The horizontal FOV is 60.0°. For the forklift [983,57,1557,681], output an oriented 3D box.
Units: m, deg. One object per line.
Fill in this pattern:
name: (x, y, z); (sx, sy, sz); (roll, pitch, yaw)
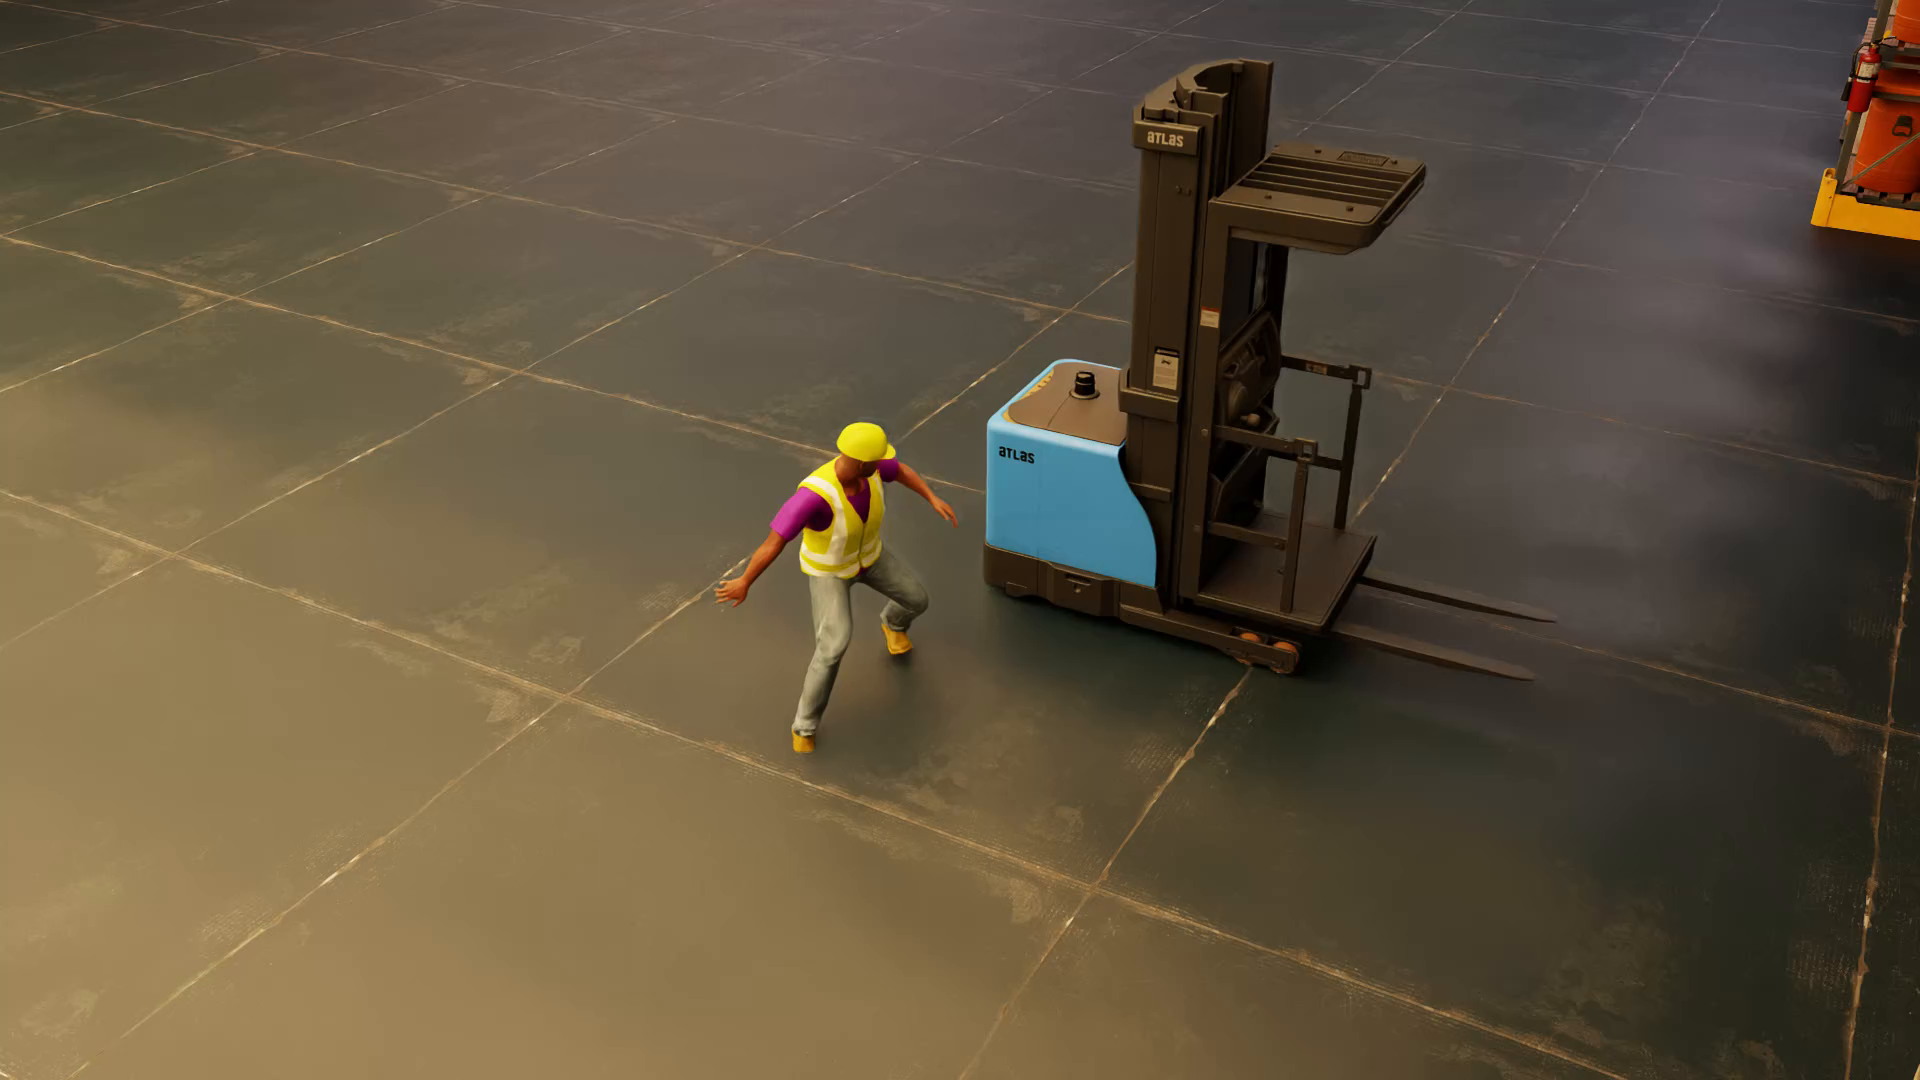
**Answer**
forklift: (1.682, -0.866, 8.572); (3.031, 2.935, 1.130); (14, 33, 23)

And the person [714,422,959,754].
person: (-0.583, 0.172, 8.197); (1.194, 1.705, 0.547); (-25, 39, -37)
